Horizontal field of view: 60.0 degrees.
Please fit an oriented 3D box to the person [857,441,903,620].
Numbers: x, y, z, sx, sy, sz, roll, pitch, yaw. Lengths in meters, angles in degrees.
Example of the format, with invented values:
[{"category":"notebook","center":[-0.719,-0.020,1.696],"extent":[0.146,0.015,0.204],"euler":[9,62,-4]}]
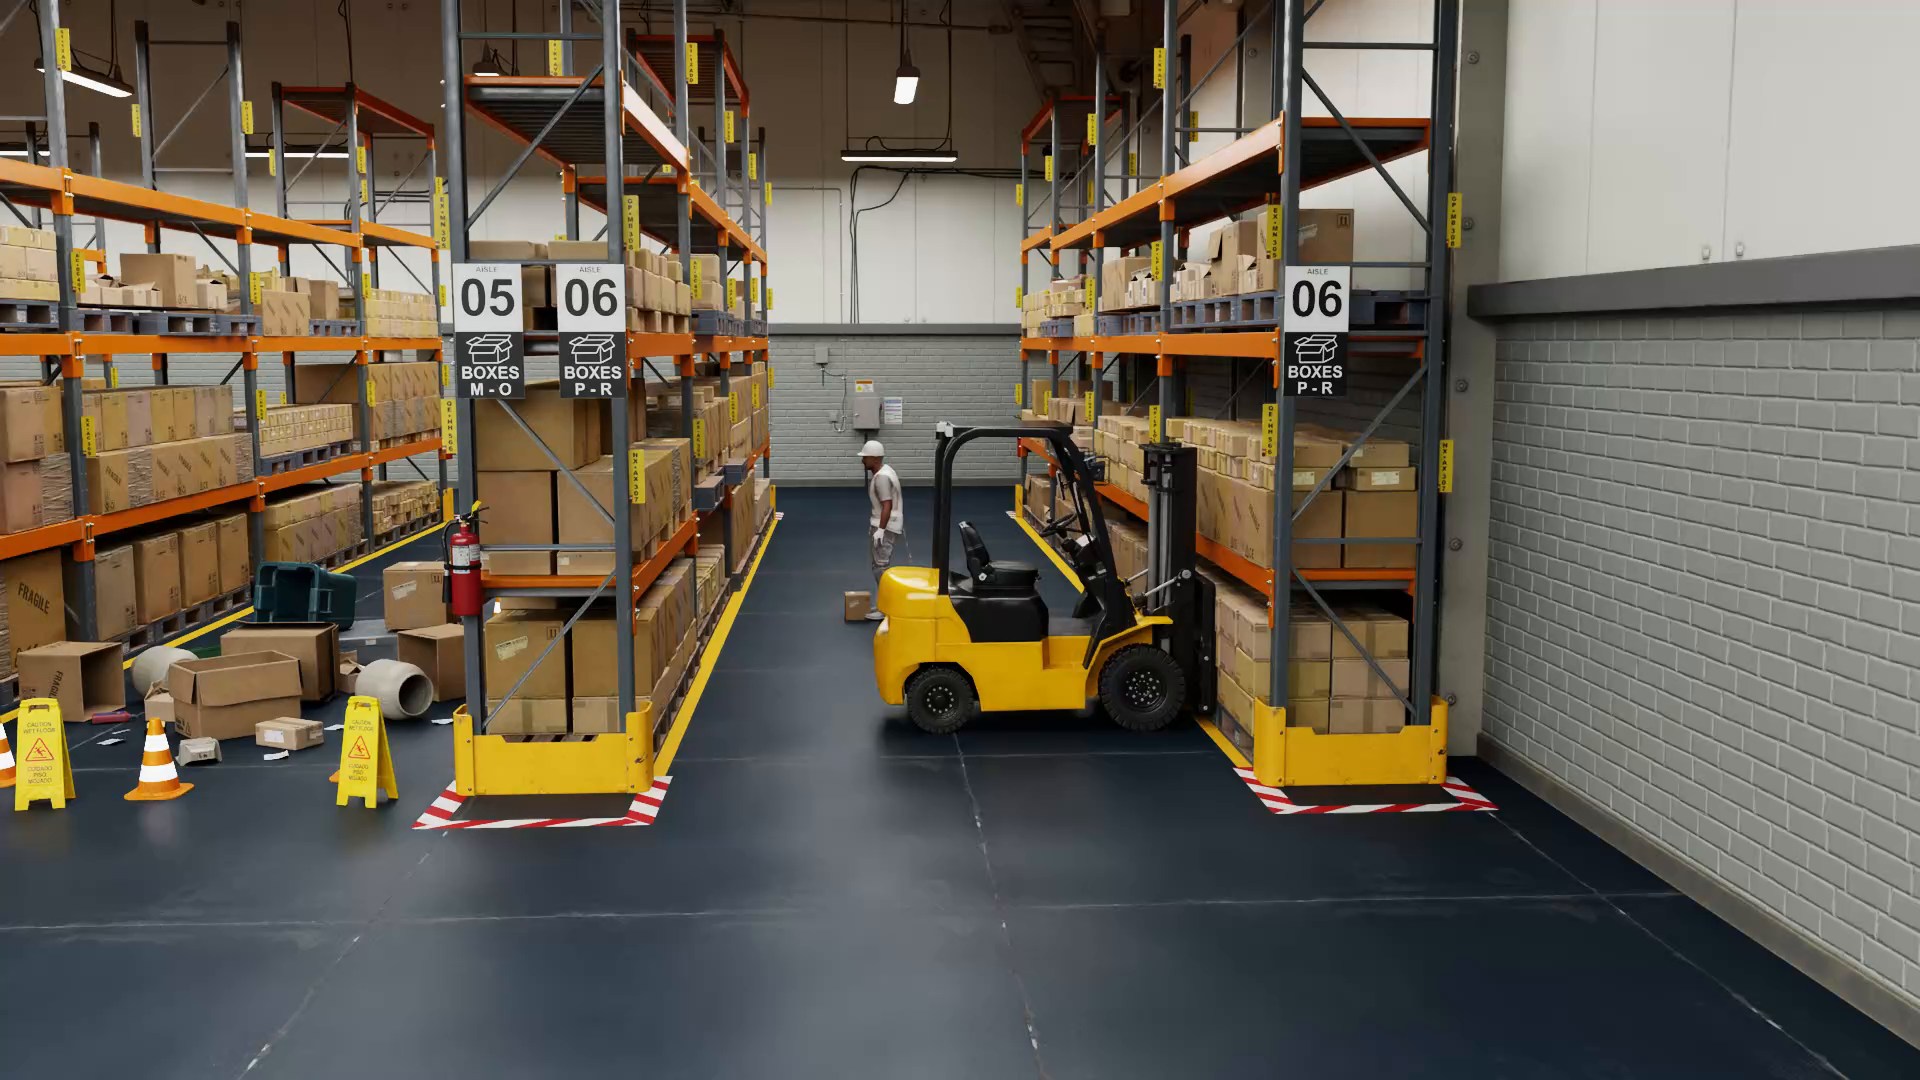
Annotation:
[{"category":"person","center":[-0.795,-0.101,16.546],"extent":[0.452,1.774,0.629],"euler":[-1,7,-5]}]
